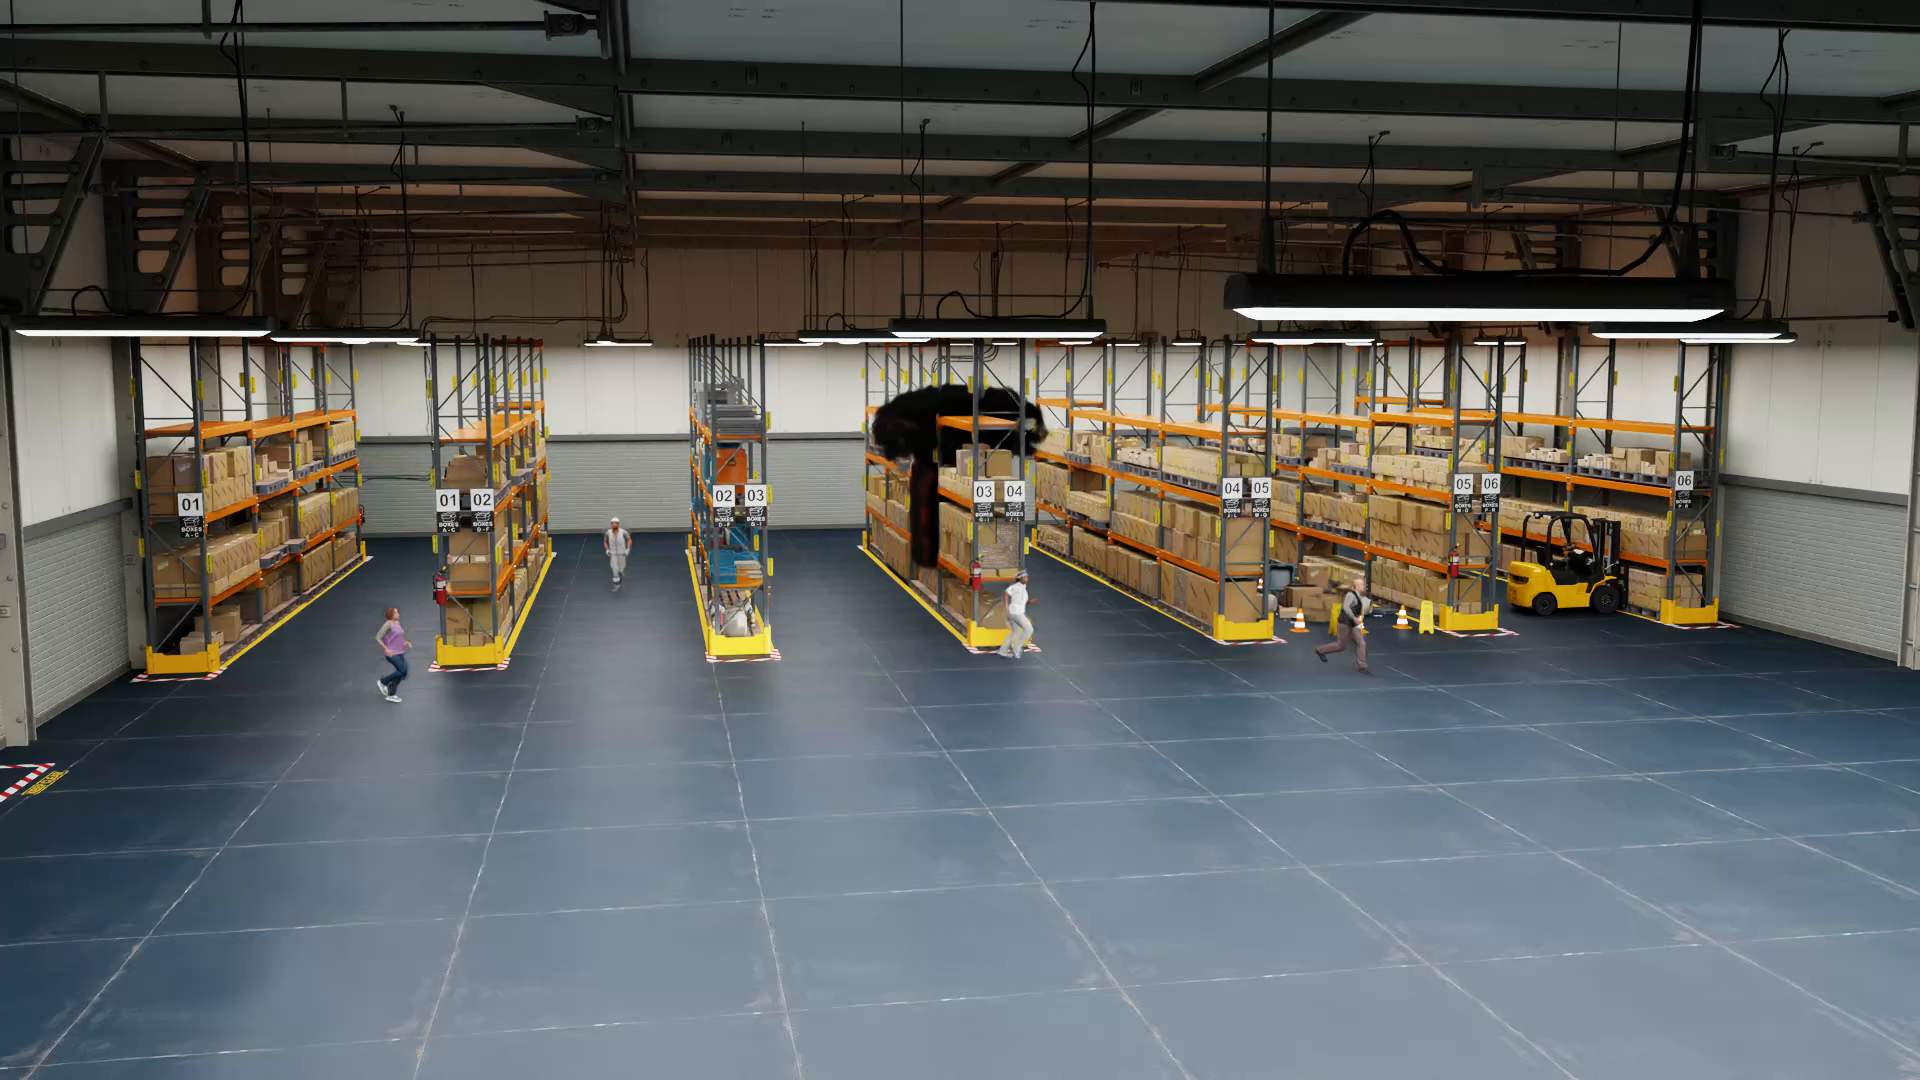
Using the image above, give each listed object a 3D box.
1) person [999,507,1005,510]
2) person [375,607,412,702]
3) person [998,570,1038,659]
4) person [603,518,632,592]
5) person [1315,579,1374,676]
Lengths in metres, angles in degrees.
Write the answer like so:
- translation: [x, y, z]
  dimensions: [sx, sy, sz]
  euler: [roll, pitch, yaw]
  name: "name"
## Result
- translation: [1.176, -0.510, 47.025]
  dimensions: [0.728, 1.719, 0.558]
  euler: [-1, 7, -5]
  name: "person"
- translation: [-9.194, 1.861, 27.071]
  dimensions: [0.540, 1.560, 0.532]
  euler: [1, 7, 9]
  name: "person"
- translation: [1.070, 1.377, 30.807]
  dimensions: [0.732, 1.674, 0.597]
  euler: [1, 7, 10]
  name: "person"
- translation: [-8.130, 0.341, 39.503]
  dimensions: [0.655, 1.764, 0.678]
  euler: [-1, 7, -6]
  name: "person"
- translation: [6.833, 1.526, 29.449]
  dimensions: [1.062, 1.717, 0.659]
  euler: [4, 8, 32]
  name: "person"
